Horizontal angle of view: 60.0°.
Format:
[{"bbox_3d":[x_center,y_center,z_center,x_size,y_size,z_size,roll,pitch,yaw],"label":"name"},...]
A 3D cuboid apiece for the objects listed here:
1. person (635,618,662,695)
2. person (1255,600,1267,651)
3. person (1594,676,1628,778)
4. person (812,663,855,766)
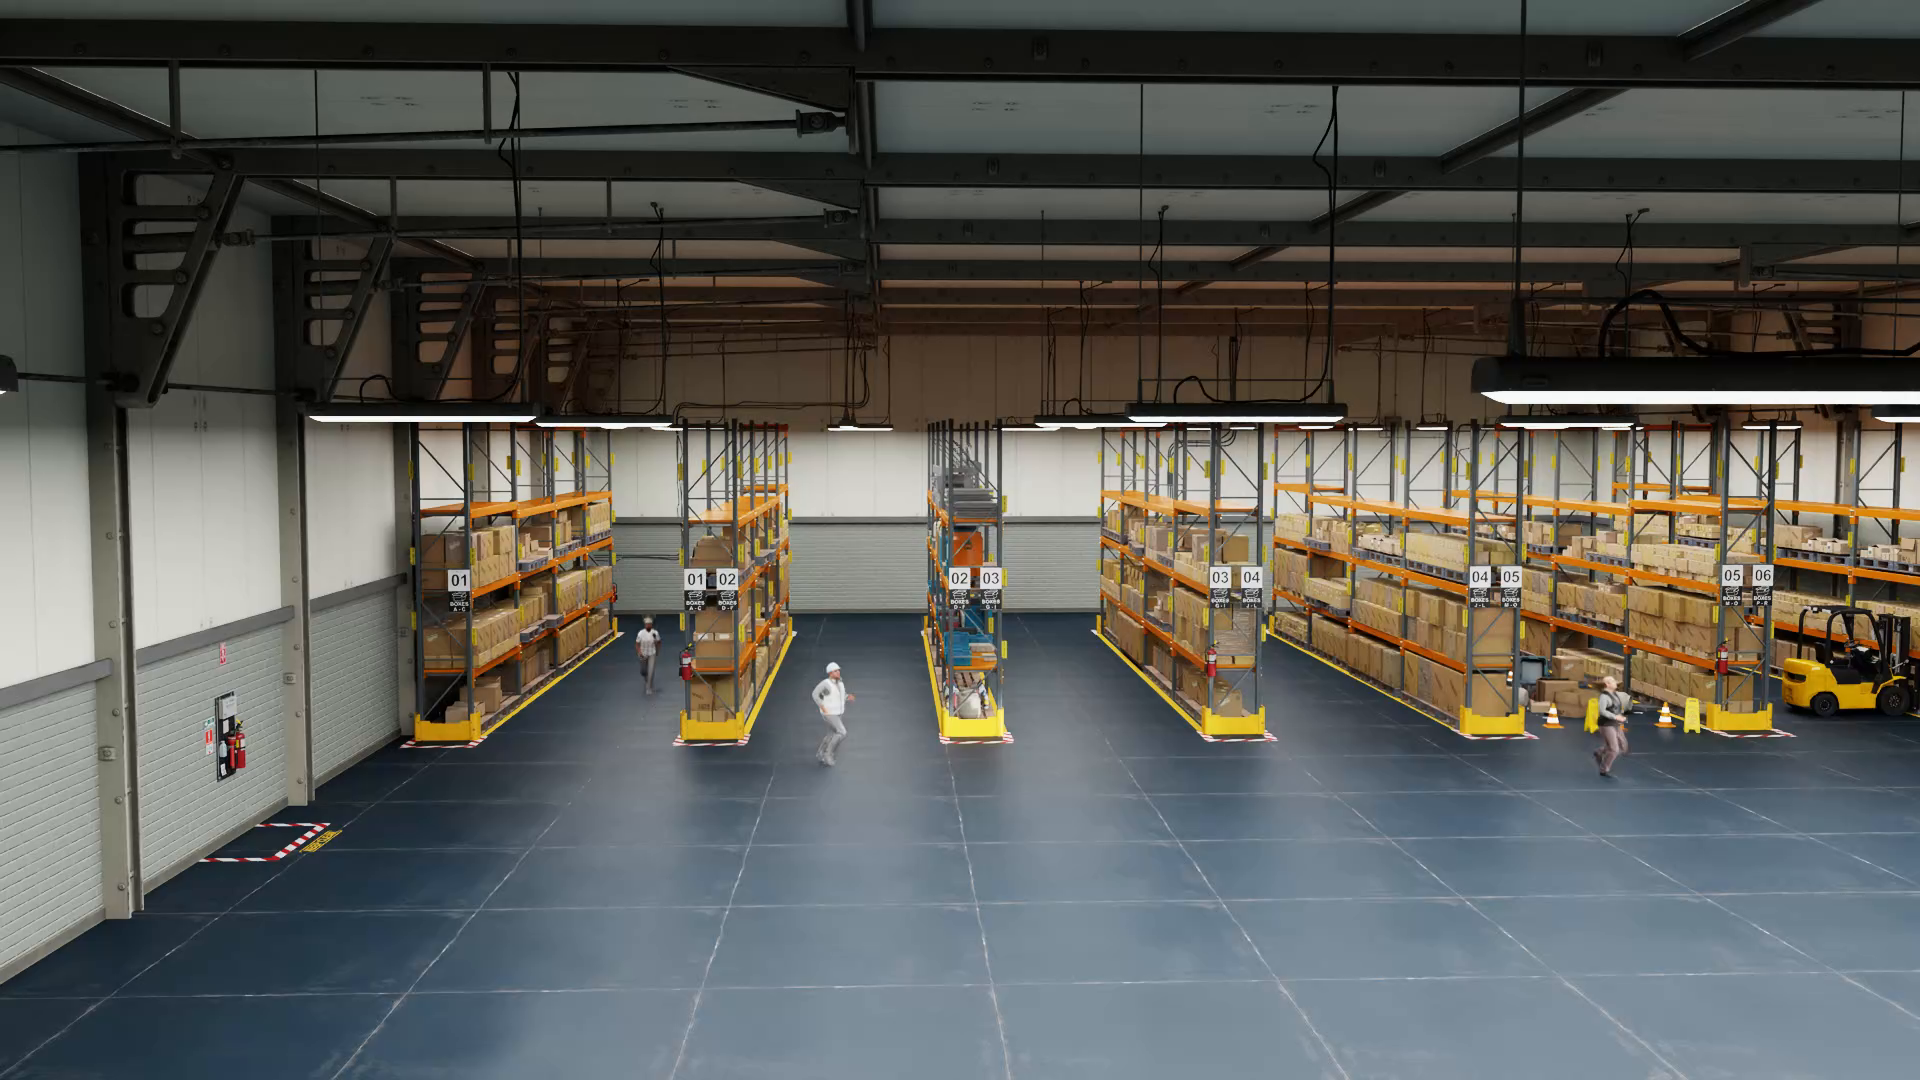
[{"bbox_3d":[-6.918,2.556,36.897,0.549,1.679,0.869,0,4,-6],"label":"person"},{"bbox_3d":[7.792,2.122,43.824,0.578,1.615,0.555,0,4,3],"label":"person"},{"bbox_3d":[10.841,3.108,27.714,0.591,1.686,0.697,3,5,40],"label":"person"},{"bbox_3d":[-2.162,3.012,28.751,0.709,1.793,0.631,2,4,26],"label":"person"}]
